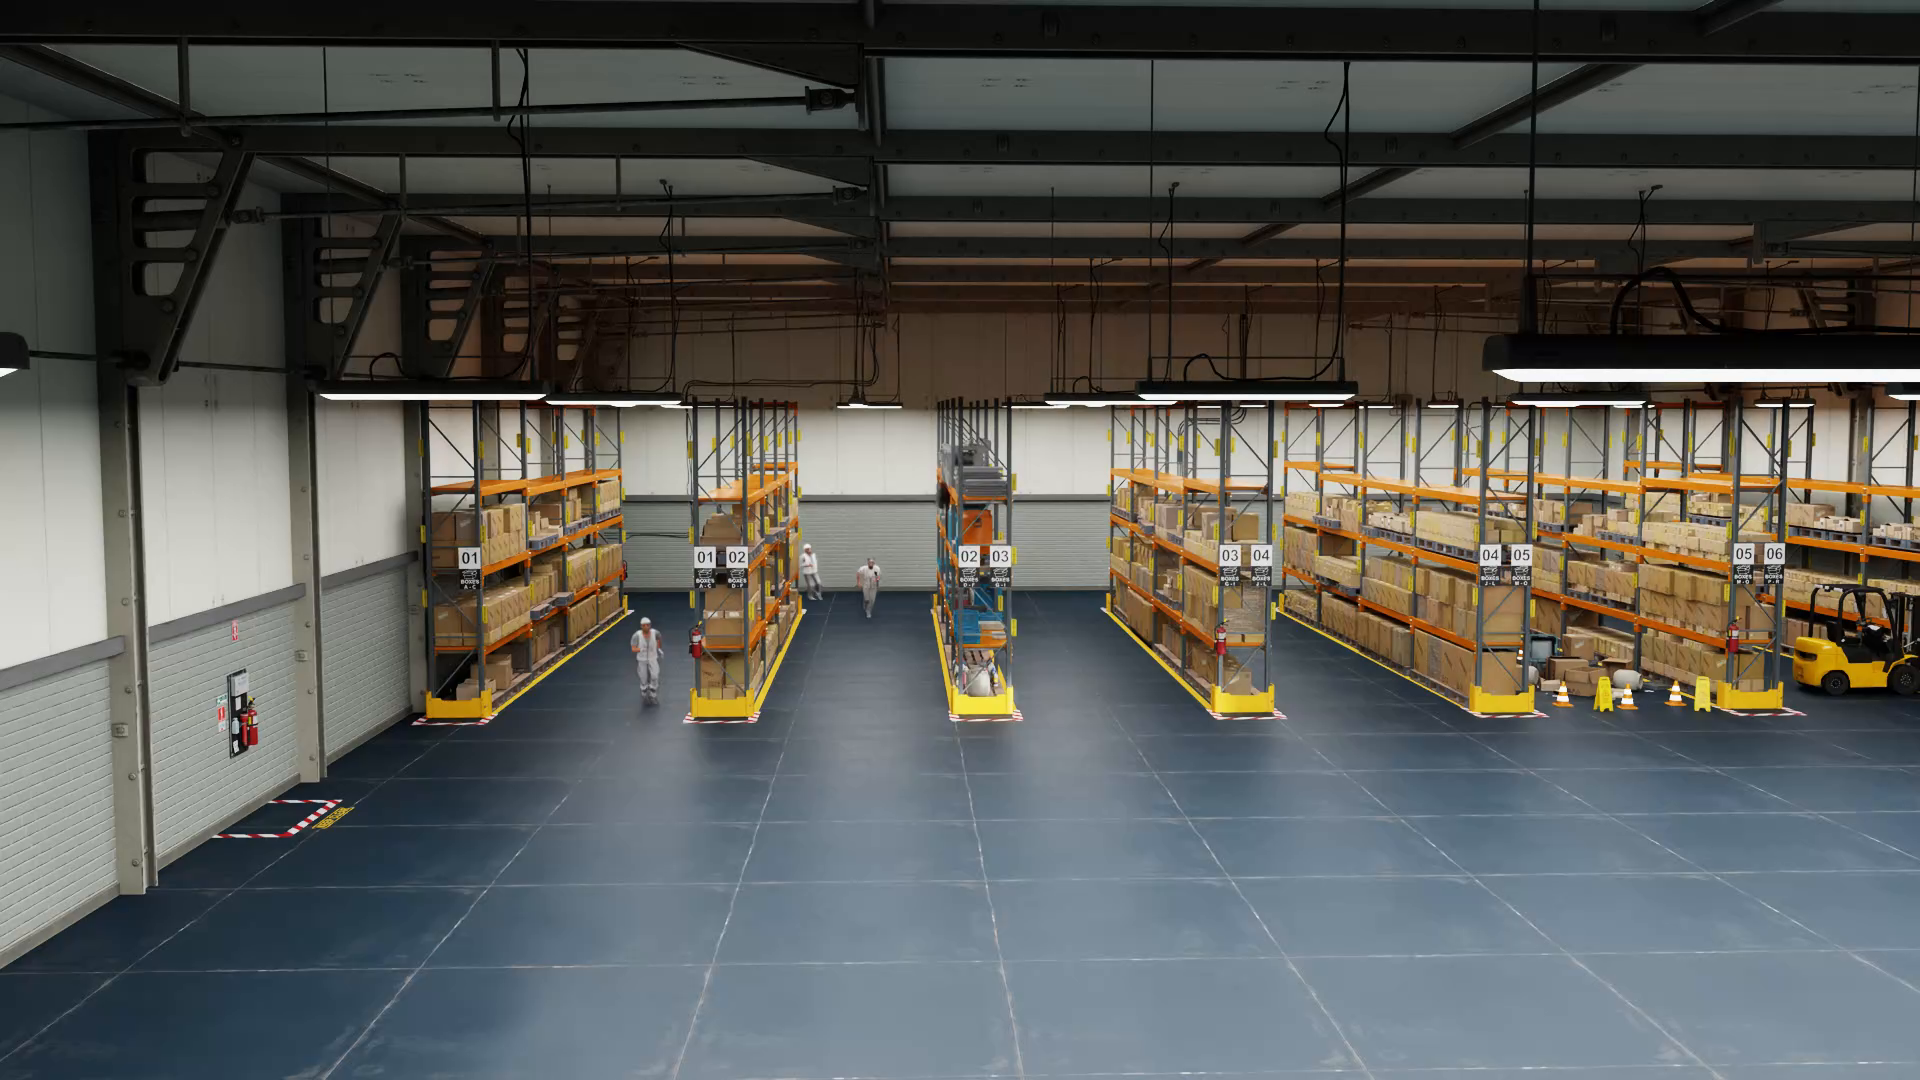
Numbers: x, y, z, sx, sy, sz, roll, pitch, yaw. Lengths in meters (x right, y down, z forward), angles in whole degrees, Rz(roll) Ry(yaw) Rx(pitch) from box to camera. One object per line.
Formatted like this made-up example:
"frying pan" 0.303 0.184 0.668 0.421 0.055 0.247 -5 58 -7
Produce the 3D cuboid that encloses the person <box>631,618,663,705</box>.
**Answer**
"person" -6.097 2.349 32.441 0.622 1.724 0.947 -1 5 -12

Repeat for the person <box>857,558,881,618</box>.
"person" -2.515 1.322 46.286 0.656 1.691 0.746 -1 5 -15

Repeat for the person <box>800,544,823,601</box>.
"person" -4.510 0.976 50.190 0.697 1.737 0.734 -2 5 -26
